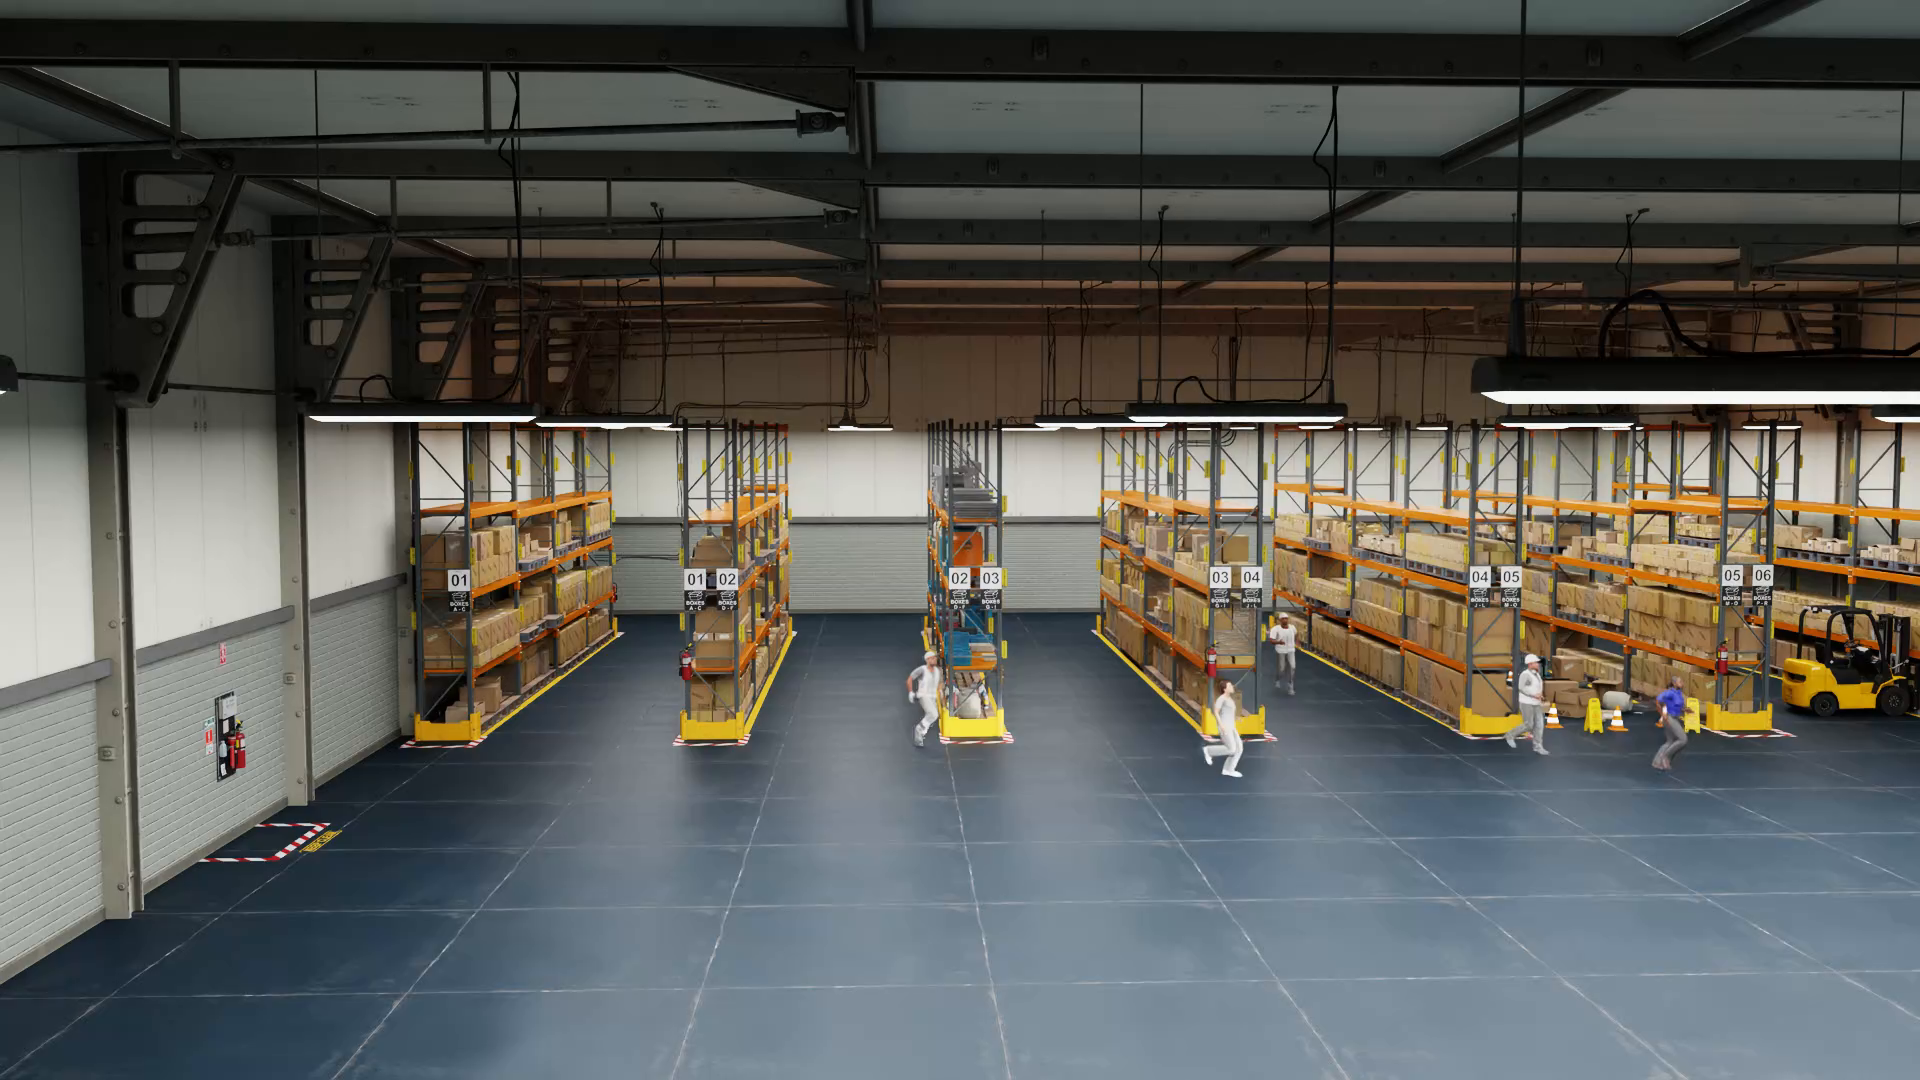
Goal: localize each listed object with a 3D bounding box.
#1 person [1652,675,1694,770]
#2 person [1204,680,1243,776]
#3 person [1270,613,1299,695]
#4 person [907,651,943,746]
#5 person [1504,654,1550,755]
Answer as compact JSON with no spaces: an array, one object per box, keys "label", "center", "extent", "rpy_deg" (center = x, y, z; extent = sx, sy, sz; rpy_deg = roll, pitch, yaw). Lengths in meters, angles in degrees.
[{"label":"person","center":[12.092,3.098,28.197],"extent":[0.649,1.609,0.572],"rpy_deg":[3,5,40]},{"label":"person","center":[4.421,3.138,27.842],"extent":[0.620,1.600,0.565],"rpy_deg":[2,4,31]},{"label":"person","center":[7.196,2.498,36.767],"extent":[0.704,1.793,0.880],"rpy_deg":[0,4,-4]},{"label":"person","center":[-0.554,2.908,30.437],"extent":[0.708,1.714,0.597],"rpy_deg":[-3,5,-43]},{"label":"person","center":[10.217,2.933,29.862],"extent":[0.684,1.783,0.810],"rpy_deg":[-4,5,-44]}]
